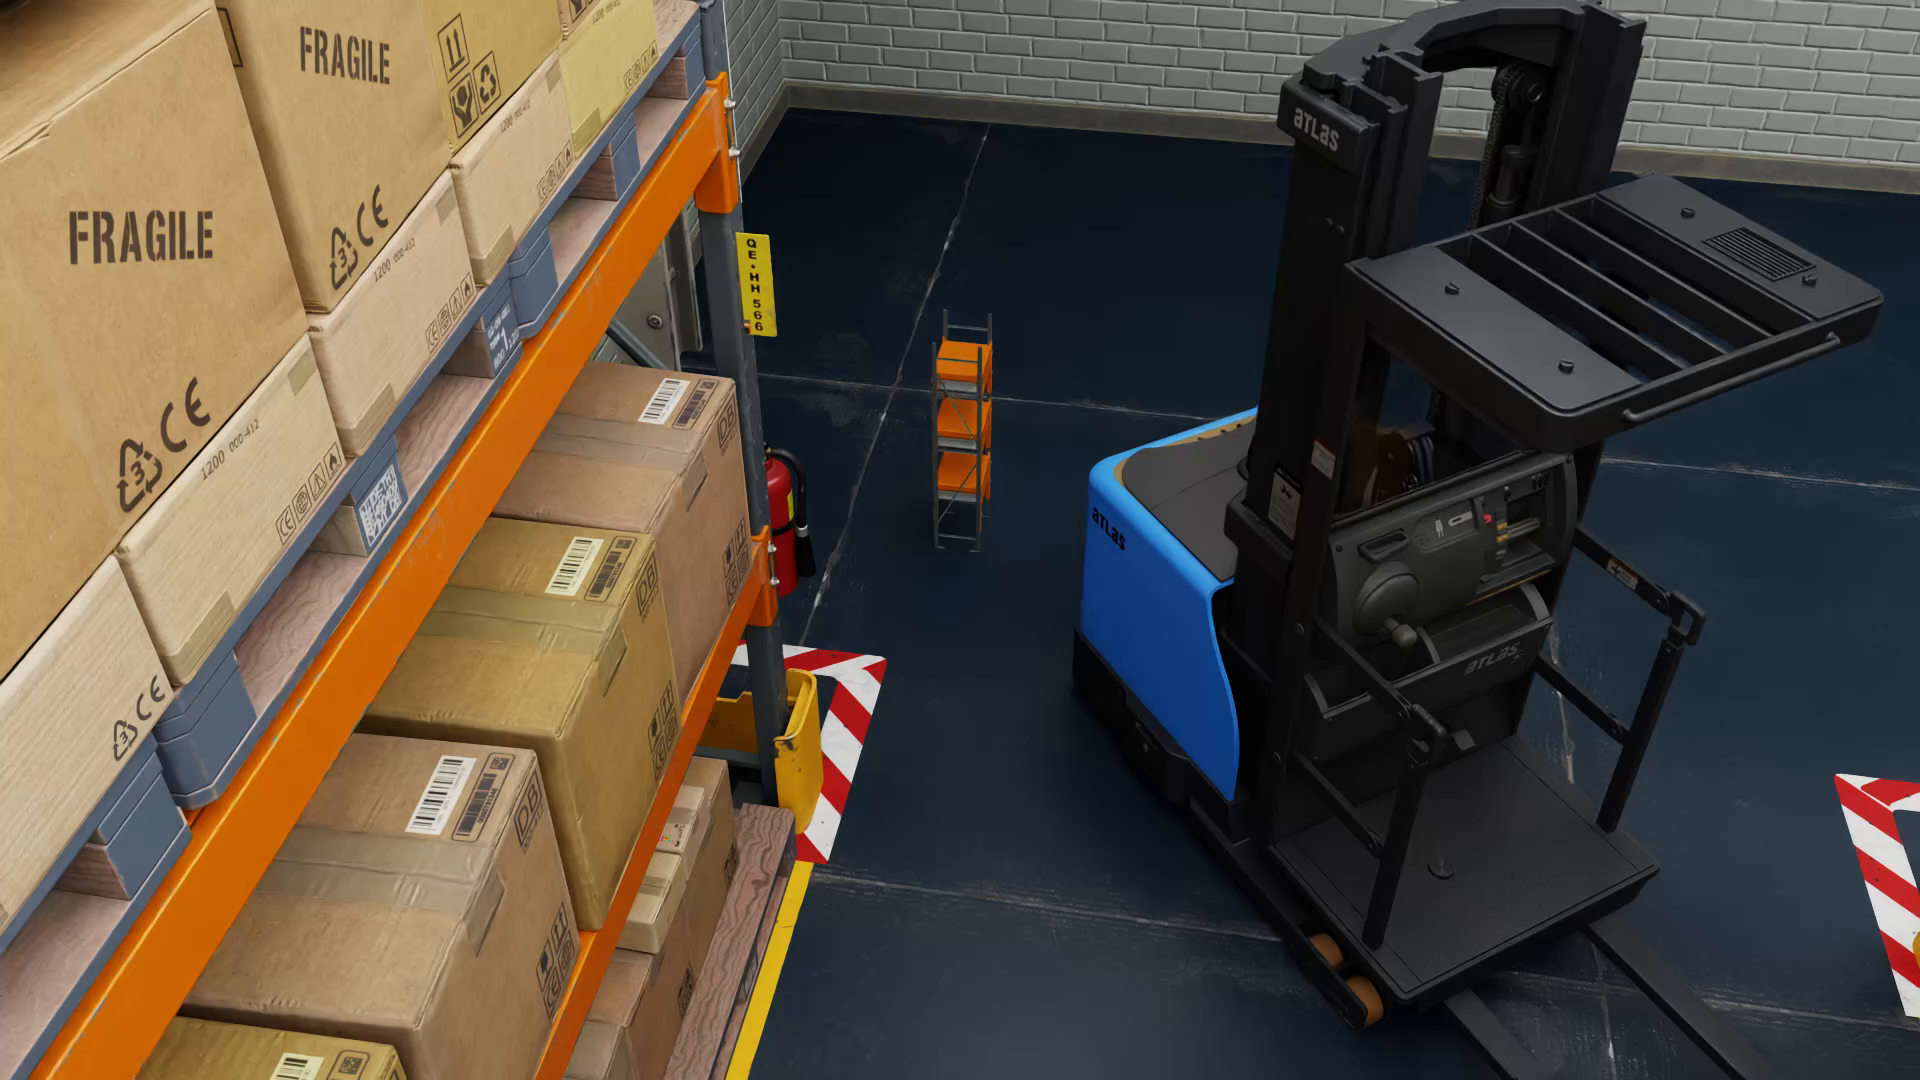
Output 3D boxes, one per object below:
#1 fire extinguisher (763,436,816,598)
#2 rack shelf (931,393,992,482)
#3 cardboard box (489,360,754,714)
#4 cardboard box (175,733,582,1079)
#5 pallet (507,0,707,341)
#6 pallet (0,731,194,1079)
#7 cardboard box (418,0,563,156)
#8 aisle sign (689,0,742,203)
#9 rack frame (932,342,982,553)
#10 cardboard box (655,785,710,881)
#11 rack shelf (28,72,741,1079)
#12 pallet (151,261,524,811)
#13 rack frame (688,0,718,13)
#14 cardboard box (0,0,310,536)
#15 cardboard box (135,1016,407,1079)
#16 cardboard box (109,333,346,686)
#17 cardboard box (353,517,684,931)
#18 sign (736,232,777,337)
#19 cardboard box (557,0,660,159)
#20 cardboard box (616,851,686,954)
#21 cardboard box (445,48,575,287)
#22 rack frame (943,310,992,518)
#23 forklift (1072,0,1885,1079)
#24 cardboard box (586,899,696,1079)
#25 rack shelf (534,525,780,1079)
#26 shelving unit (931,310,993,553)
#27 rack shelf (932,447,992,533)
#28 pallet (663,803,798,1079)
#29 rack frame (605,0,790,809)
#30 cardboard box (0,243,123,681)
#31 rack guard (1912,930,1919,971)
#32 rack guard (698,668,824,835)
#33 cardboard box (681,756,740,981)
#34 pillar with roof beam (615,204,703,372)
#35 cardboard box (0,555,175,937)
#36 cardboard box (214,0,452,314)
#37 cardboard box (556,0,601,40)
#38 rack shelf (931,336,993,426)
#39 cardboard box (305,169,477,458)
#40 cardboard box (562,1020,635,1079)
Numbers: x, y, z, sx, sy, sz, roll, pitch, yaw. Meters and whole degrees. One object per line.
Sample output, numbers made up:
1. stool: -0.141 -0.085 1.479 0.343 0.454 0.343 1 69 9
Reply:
1. fire extinguisher: -0.625 -0.115 5.388 0.296 0.674 0.183 6 40 8
2. rack shelf: 0.009 -0.430 6.963 0.215 0.259 0.240 6 40 8
3. cardboard box: -1.184 -0.039 4.707 0.980 0.700 0.700 8 40 10
4. cardboard box: -1.440 0.897 3.576 0.980 0.700 0.700 5 40 6
5. pallet: -1.223 -0.899 3.699 1.003 0.211 1.213 6 40 8
6. pallet: -1.646 0.632 1.847 1.003 0.211 1.213 6 40 8
7. cardboard box: -1.061 -1.030 2.908 0.500 0.500 0.500 8 40 9
8. aisle sign: -0.797 -1.258 4.378 0.394 0.787 0.004 6 40 8
9. rack frame: -0.012 -0.362 6.863 0.200 1.050 0.008 6 40 8
10. cardboard box: -0.971 0.858 4.981 0.380 0.149 0.250 6 40 7
11. rack shelf: -1.451 0.132 2.947 1.077 0.370 4.000 6 40 8
12. pallet: -1.432 -0.132 2.771 1.003 0.211 1.213 6 40 8
13. rack frame: -1.105 -2.556 3.280 1.000 3.000 0.127 6 40 8
14. cardboard box: -1.235 -0.372 2.113 0.500 0.500 0.500 7 40 8
15. cardboard box: -1.556 1.354 3.023 0.980 0.700 0.700 5 40 7
16. cardboard box: -1.235 -0.078 2.346 0.500 0.250 0.500 5 40 6
17. cardboard box: -1.299 0.419 4.154 0.980 0.700 0.700 6 40 7
18. sign: -0.573 -0.713 4.664 0.100 0.325 0.005 6 40 8
19. cardboard box: -0.971 -1.054 3.526 0.500 0.250 0.500 8 40 9
20. cardboard box: -1.014 1.019 4.787 0.380 0.149 0.250 7 40 9
21. cardboard box: -1.060 -0.727 3.131 0.500 0.250 0.500 5 40 6
22. rack frame: 0.030 -0.515 7.049 0.200 1.050 0.008 6 40 8
23. forklift: 1.585 0.104 4.824 1.130 2.935 3.031 -19 43 -22
24. cardboard box: -1.214 1.322 4.930 0.700 0.500 0.500 6 40 8
25. rack shelf: -1.451 1.288 3.903 1.077 0.370 4.000 6 40 8
26. shelving unit: 0.009 -0.438 6.956 0.215 1.050 0.252 6 40 8
27. rack shelf: 0.009 -0.216 7.140 0.215 0.259 0.240 6 40 8
28. pallet: -1.167 1.341 5.463 1.003 0.211 1.213 6 40 8
29. rack frame: -1.105 -0.244 5.191 1.000 3.000 0.127 6 40 8
30. cardboard box: -1.315 -0.061 1.737 0.500 0.500 0.500 6 40 7
31. rack guard: 3.761 1.311 5.272 1.175 0.500 0.348 6 40 8
32. rack guard: -1.101 0.704 6.006 1.175 0.500 0.348 6 40 8
33. cardboard box: -1.128 1.008 5.309 0.700 0.500 0.500 6 40 8
34. pillar with roof beam: 2.750 -3.872 4.871 9.100 9.000 0.400 6 40 8
35. cardboard box: -1.316 0.245 1.956 0.500 0.250 0.500 6 40 7
36. cardboard box: -1.143 -0.701 2.511 0.500 0.500 0.500 5 40 6
37. cardboard box: -0.963 -1.343 3.287 0.500 0.500 0.500 6 40 8
38. rack shelf: 0.009 -0.649 6.782 0.215 0.259 0.240 6 40 8
39. cardboard box: -1.145 -0.400 2.736 0.500 0.250 0.500 5 40 6
40. cardboard box: -1.301 1.637 4.548 0.700 0.500 0.500 5 40 6
